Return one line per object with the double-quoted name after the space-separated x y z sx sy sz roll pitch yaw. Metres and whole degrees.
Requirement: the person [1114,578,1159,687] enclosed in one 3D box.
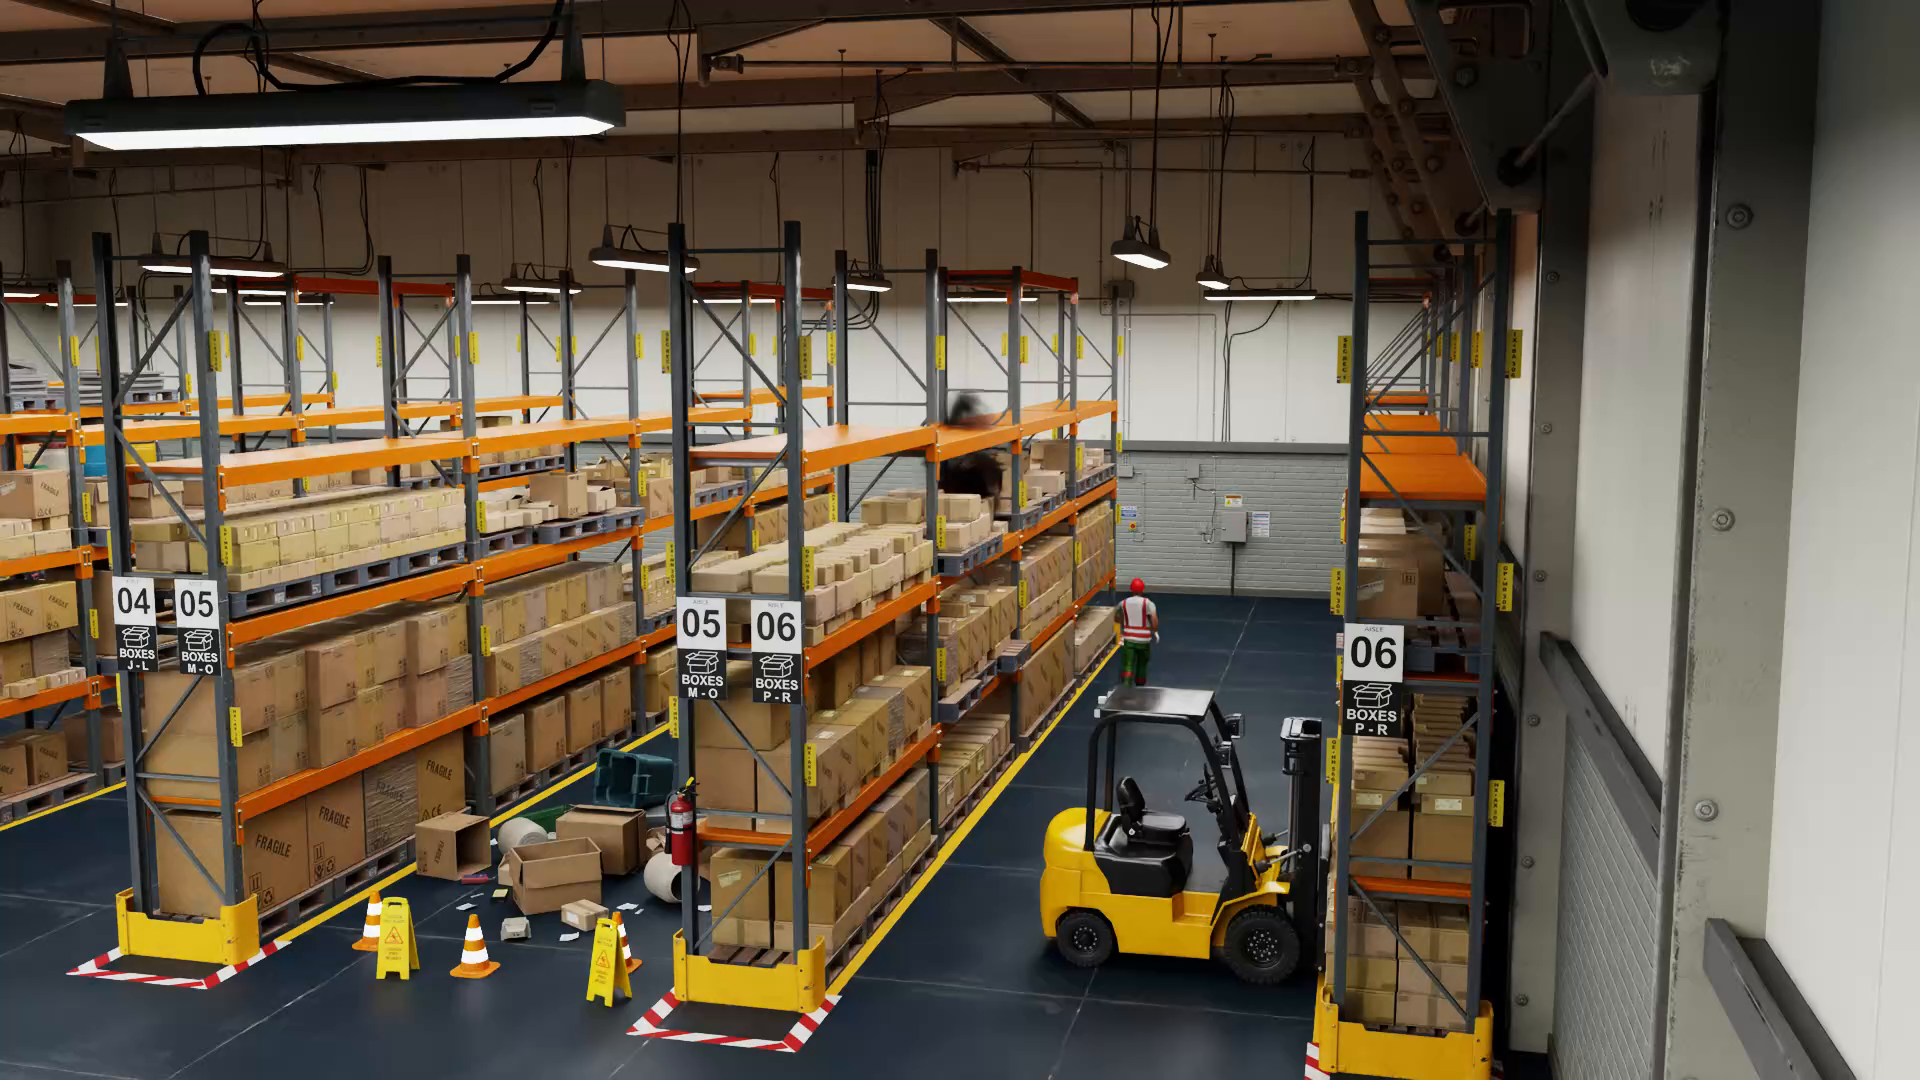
2.461 1.414 23.278 0.661 1.769 0.993 2 7 15 "person"
